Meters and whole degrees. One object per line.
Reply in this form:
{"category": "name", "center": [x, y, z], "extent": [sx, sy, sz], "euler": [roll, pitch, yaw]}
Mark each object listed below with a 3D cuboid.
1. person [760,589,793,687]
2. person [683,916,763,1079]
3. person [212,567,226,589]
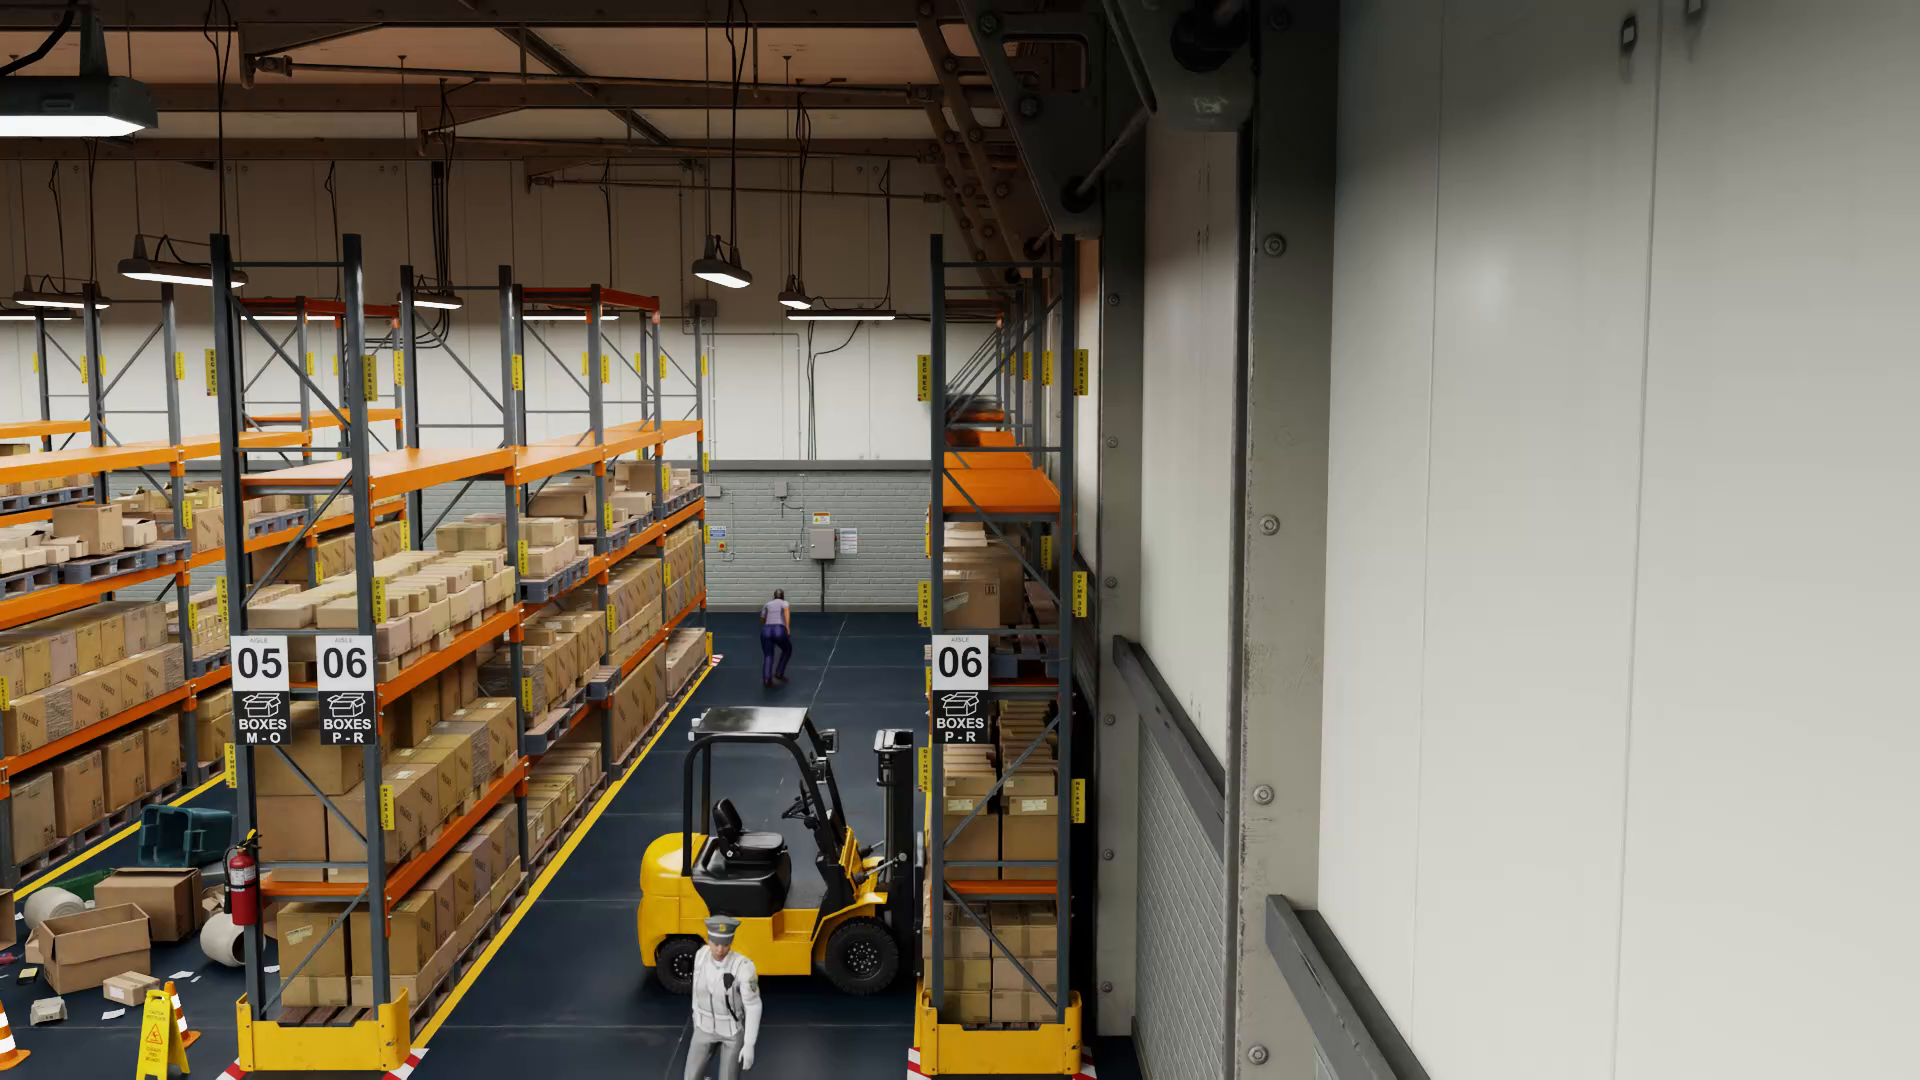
{"category": "person", "center": [-2.920, 1.540, 26.113], "extent": [0.622, 1.472, 1.036], "euler": [2, 7, 14]}
{"category": "person", "center": [-1.540, 3.180, 10.785], "extent": [0.633, 1.628, 0.545], "euler": [2, 7, 17]}
{"category": "person", "center": [-12.131, 1.250, 27.813], "extent": [0.833, 1.733, 0.576], "euler": [-2, 7, -15]}
